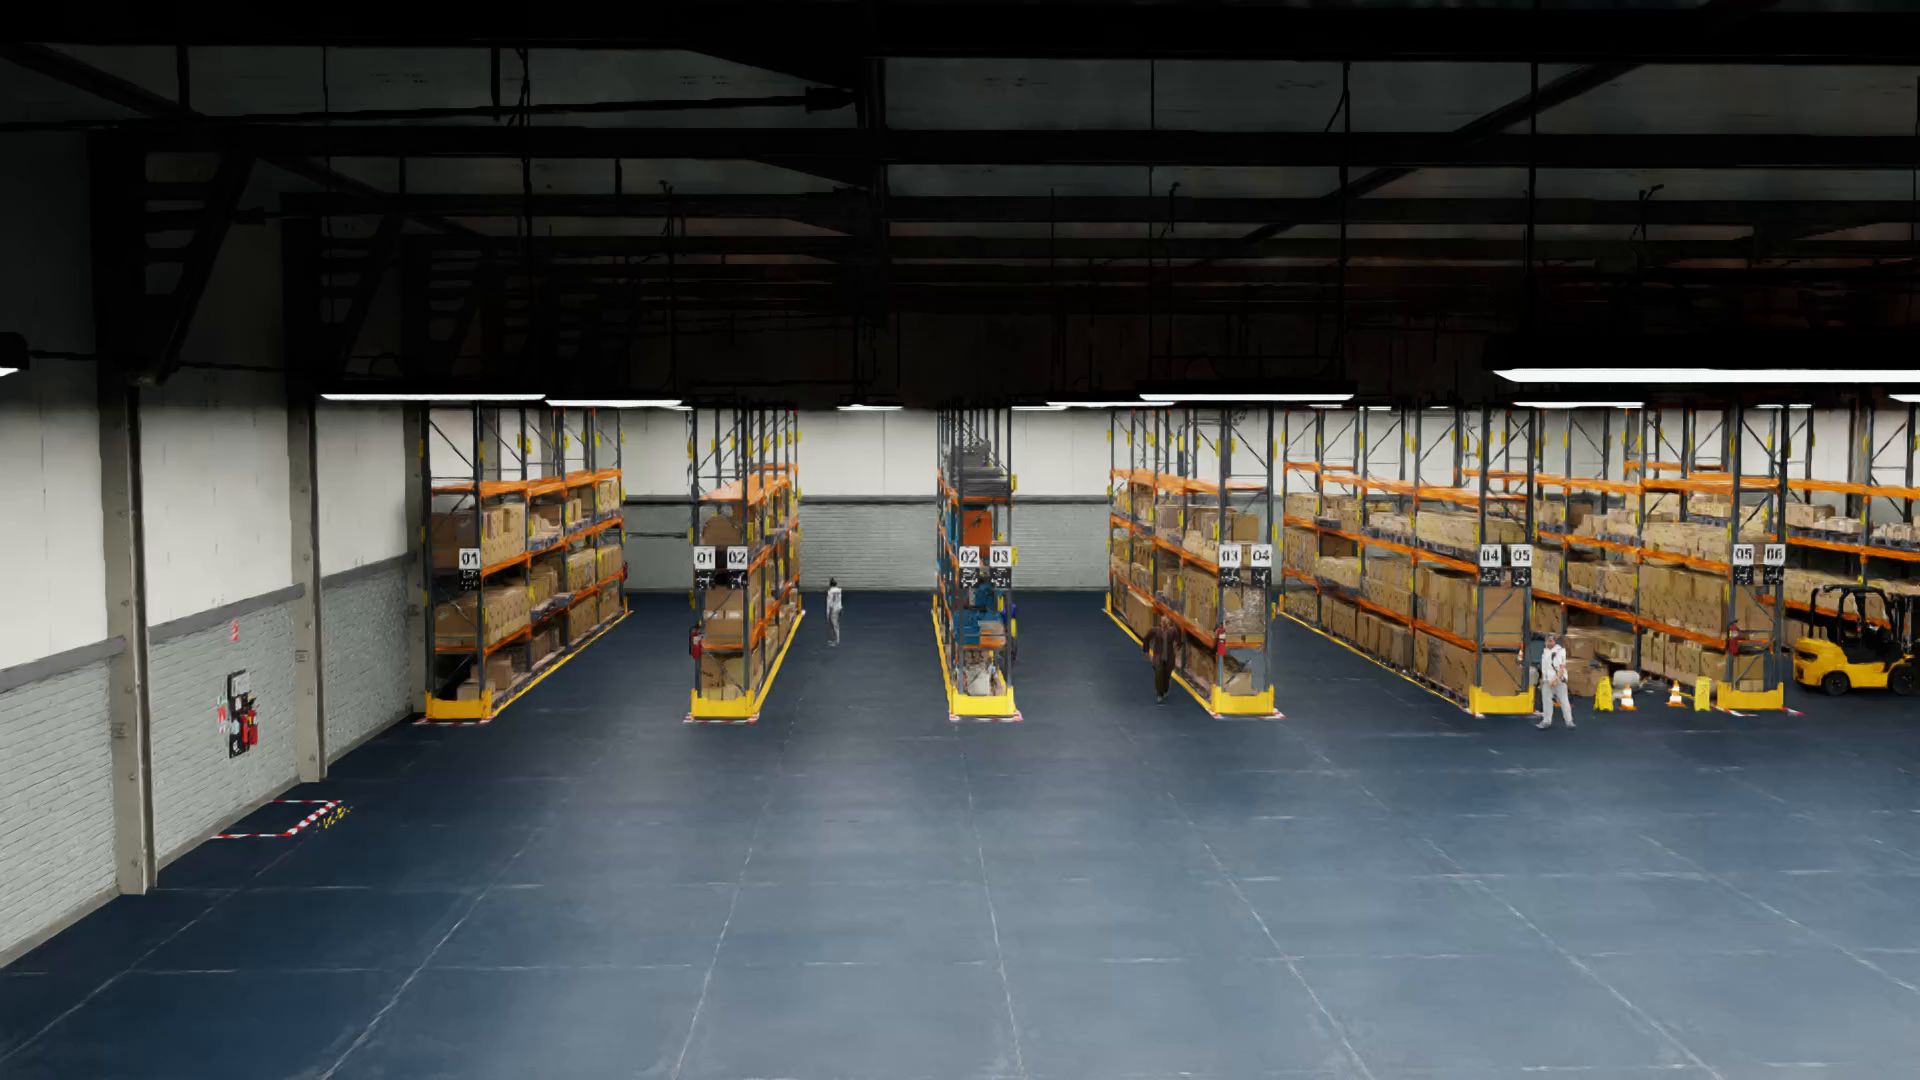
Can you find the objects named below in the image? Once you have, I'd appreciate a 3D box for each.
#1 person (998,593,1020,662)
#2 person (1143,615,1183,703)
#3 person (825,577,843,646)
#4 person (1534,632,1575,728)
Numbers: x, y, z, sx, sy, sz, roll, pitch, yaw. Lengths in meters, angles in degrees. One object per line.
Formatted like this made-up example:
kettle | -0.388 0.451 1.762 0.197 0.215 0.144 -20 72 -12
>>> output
person | 1.078 1.982 37.971 0.468 1.577 1.028 -1 4 -10
person | 4.025 2.322 32.927 0.721 1.709 0.918 0 4 -4
person | -3.091 1.733 40.692 0.499 1.670 0.565 3 5 30
person | 10.776 2.528 30.081 0.723 1.739 0.569 -2 5 -27
